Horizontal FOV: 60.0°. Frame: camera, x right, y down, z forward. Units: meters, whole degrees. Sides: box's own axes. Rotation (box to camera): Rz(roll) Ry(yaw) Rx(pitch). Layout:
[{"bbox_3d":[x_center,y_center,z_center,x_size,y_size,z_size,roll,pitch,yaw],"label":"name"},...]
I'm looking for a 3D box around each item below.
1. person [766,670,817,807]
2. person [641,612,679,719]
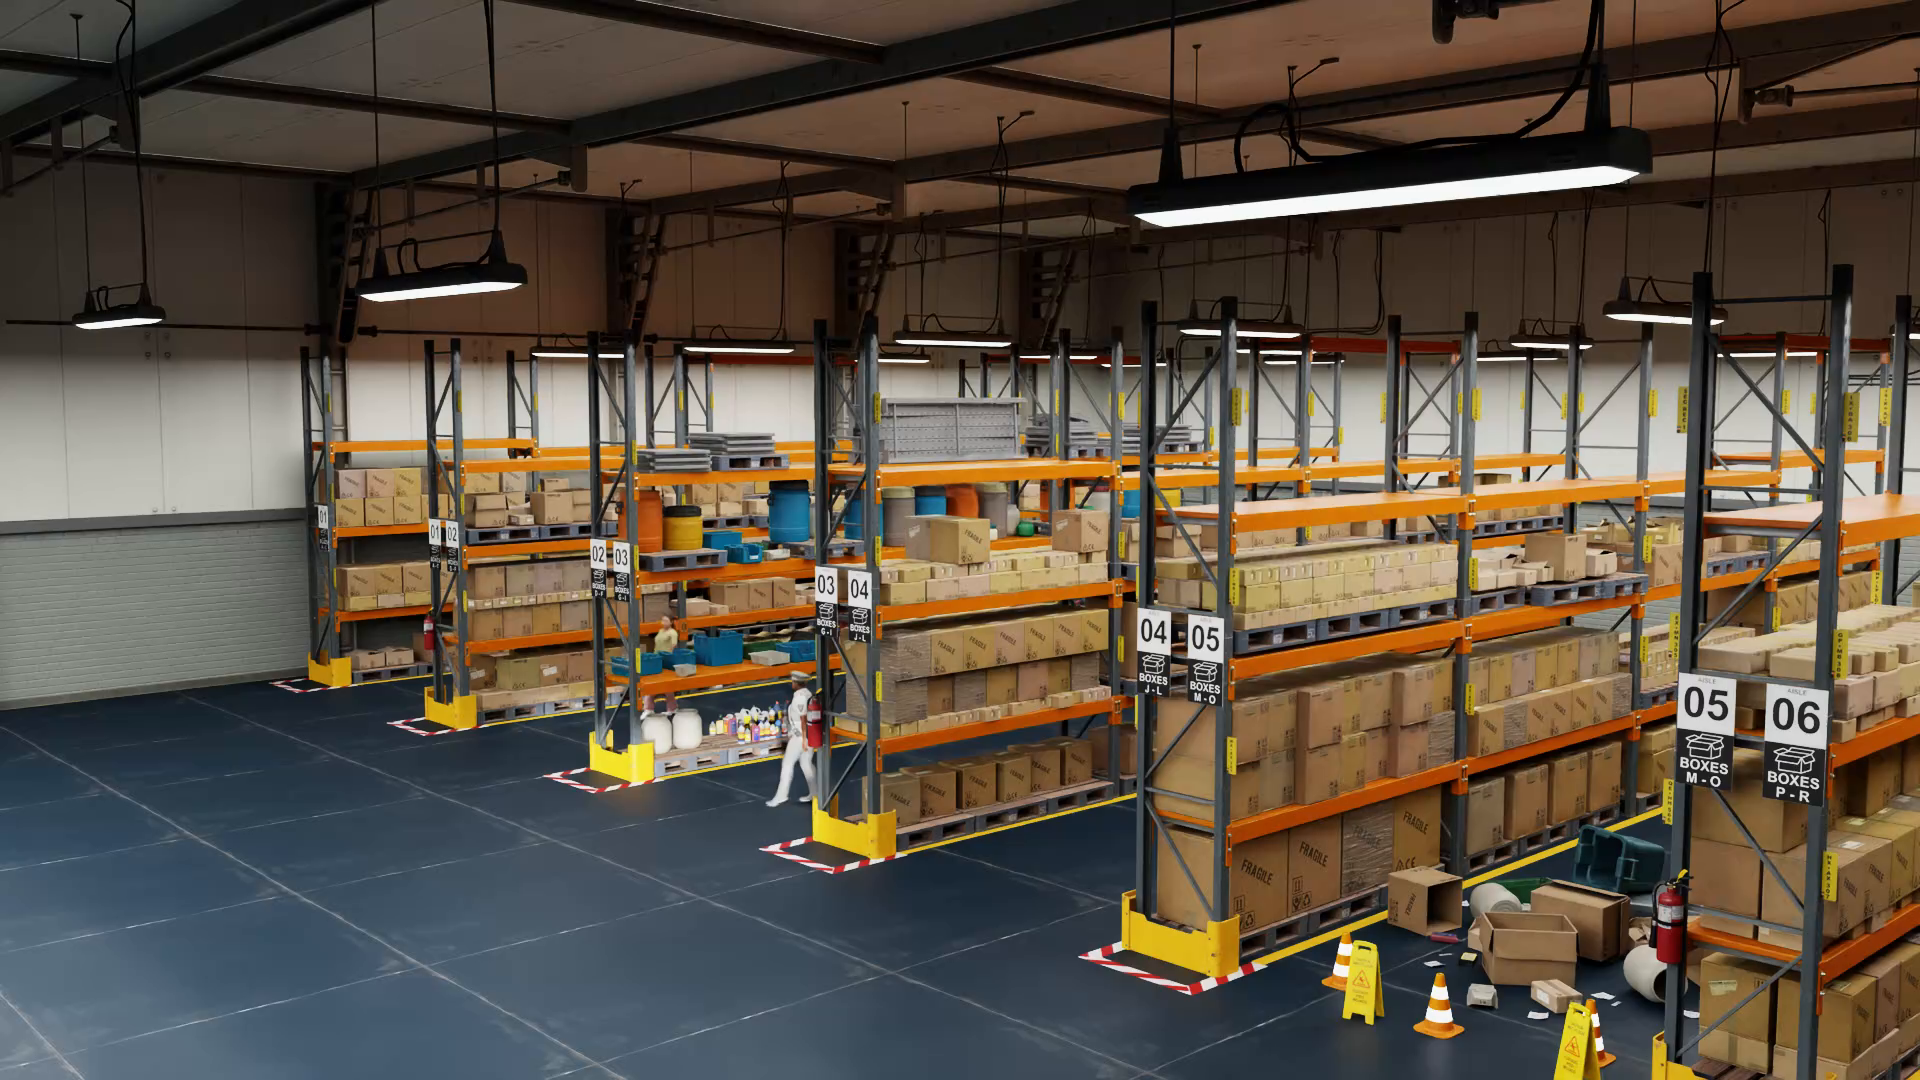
[{"bbox_3d":[-2.077,2.493,21.011,0.648,1.669,0.576,1,5,12],"label":"person"},{"bbox_3d":[-4.807,2.014,26.553,0.468,1.688,0.675,4,6,39],"label":"person"}]
